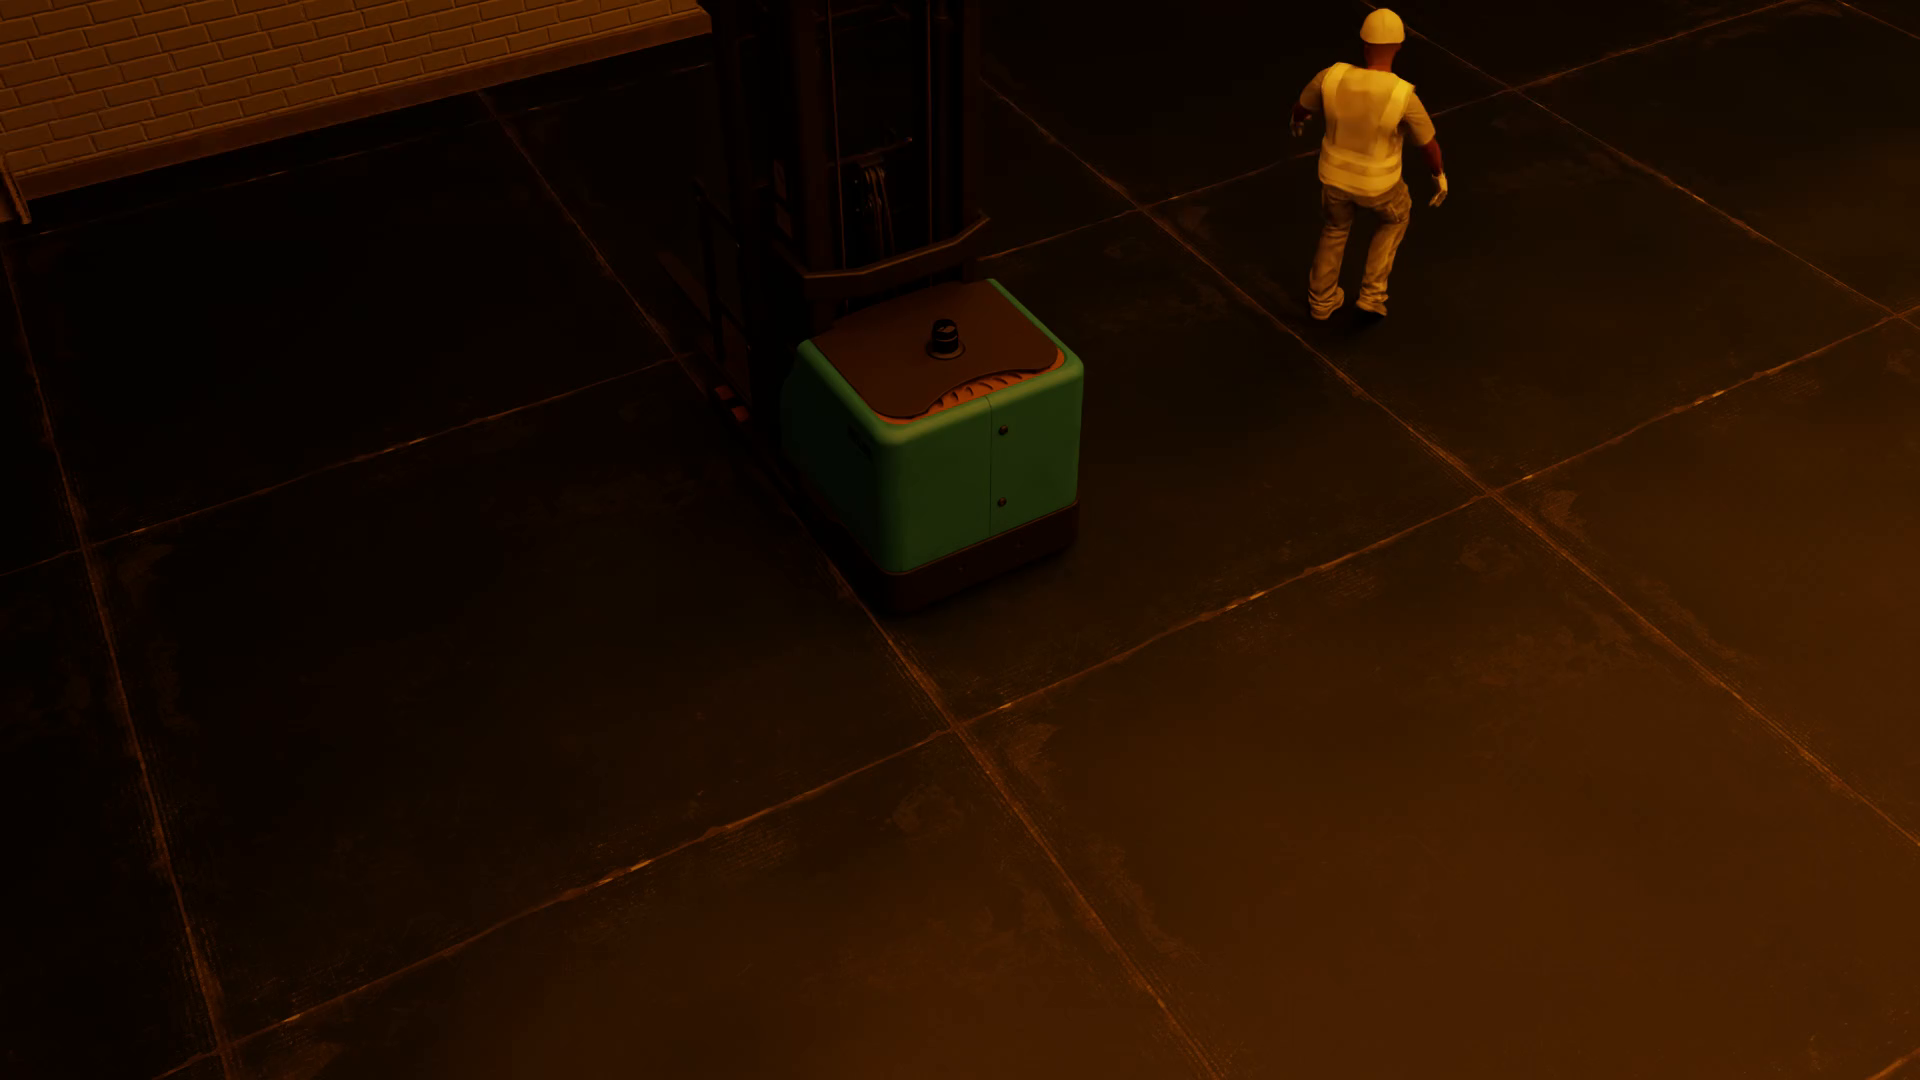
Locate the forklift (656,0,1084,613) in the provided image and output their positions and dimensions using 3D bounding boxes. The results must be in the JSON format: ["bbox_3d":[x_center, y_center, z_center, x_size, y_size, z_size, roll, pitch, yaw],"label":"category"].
[{"bbox_3d":[-0.633,-1.736,7.569,1.130,2.935,3.031,-22,47,-22],"label":"forklift"}]

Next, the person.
[{"bbox_3d":[2.075,-1.921,8.657,0.913,1.788,0.488,26,49,26],"label":"person"}]
